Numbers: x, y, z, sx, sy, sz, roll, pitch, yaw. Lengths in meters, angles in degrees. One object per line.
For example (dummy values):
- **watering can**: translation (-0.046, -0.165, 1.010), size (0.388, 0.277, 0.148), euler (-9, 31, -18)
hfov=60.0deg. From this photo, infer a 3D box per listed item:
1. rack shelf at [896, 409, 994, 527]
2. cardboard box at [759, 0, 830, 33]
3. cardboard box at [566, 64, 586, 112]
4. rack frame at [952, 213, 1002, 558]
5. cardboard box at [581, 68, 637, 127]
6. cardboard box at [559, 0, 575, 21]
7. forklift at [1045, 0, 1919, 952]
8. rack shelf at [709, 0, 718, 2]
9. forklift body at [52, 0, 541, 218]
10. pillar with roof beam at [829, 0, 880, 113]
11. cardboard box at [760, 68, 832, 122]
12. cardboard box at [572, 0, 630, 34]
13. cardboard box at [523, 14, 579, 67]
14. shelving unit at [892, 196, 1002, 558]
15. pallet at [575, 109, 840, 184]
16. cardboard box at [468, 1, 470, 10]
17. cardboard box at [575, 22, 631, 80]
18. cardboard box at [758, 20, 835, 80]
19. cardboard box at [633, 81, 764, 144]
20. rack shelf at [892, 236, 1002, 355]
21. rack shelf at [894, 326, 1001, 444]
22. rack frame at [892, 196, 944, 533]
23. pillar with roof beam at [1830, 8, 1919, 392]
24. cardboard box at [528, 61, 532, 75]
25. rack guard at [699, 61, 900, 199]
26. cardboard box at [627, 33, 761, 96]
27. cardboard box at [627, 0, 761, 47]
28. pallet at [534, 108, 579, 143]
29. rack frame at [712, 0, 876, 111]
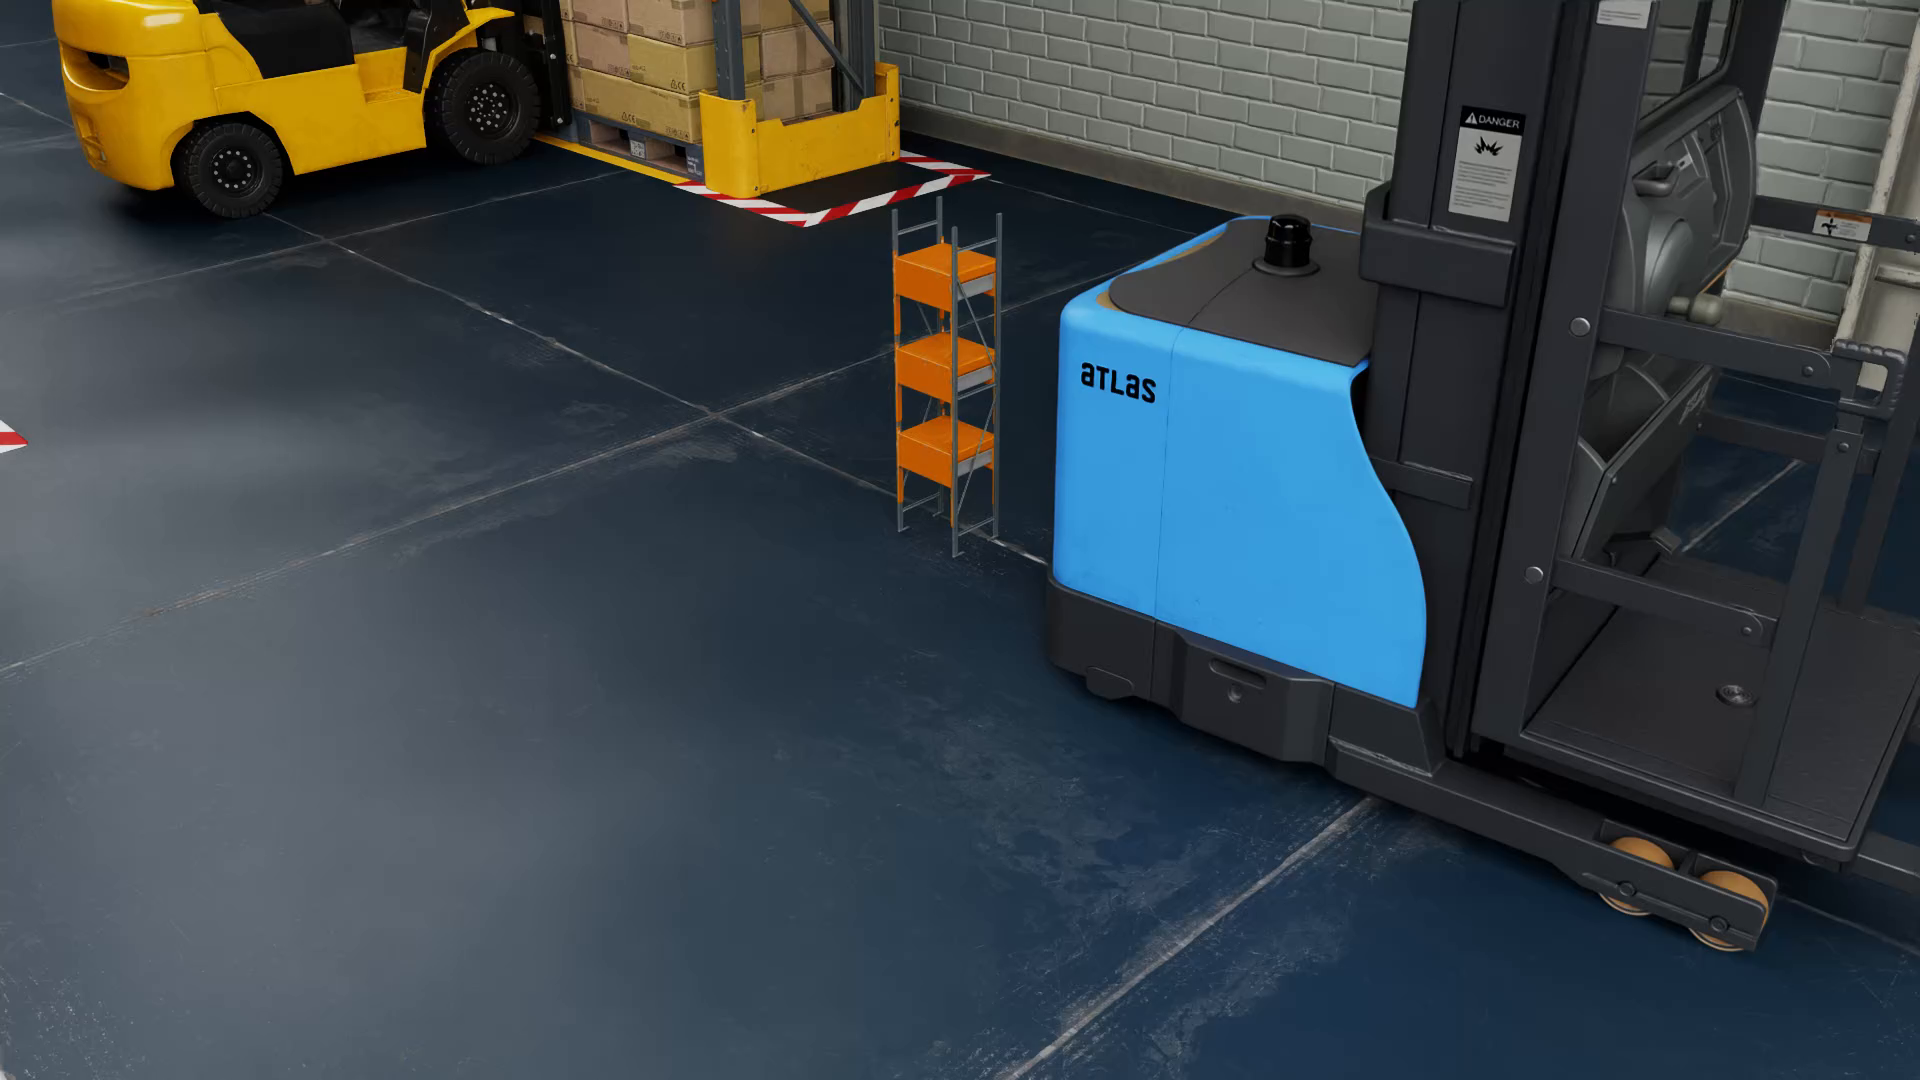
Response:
- **rack shelf**: translation (-0.038, -0.227, 5.173), size (0.240, 0.259, 0.215), euler (25, 36, 38)
- **cardboard box**: translation (-1.068, -2.973, 9.109), size (0.500, 0.250, 0.500), euler (24, 36, 38)
- **cardboard box**: translation (-2.113, -2.691, 9.647), size (0.500, 0.250, 0.500), euler (-25, 37, -39)
- **rack frame**: translation (0.049, -0.442, 4.963), size (0.008, 1.050, 0.200), euler (25, 36, 38)
- **cardboard box**: translation (-1.762, -2.524, 9.331), size (0.500, 0.250, 0.500), euler (25, 36, 38)
- **cardboard box**: translation (-2.140, -3.126, 9.400), size (0.500, 0.250, 0.500), euler (-25, 37, -39)
- **forklift**: translation (1.716, -0.697, 3.426), size (3.031, 2.935, 1.130), euler (19, 33, 32)
- **rack shelf**: translation (-2.284, -3.676, 9.791), size (4.000, 0.370, 1.077), euler (25, 36, 38)
- **forklift body**: translation (-3.489, -2.979, 8.605), size (1.214, 2.155, 2.313), euler (25, 36, 38)
- **pillar with roof beam**: translation (-3.740, -5.095, 5.270), size (0.400, 9.000, 9.100), euler (25, 36, 38)
- **cardboard box**: translation (-1.071, -2.536, 9.352), size (0.500, 0.250, 0.500), euler (25, 37, 39)
- **cardboard box**: translation (-1.773, -2.964, 9.094), size (0.500, 0.250, 0.500), euler (-25, 36, -38)
- **cardboard box**: translation (-2.157, -2.916, 9.538), size (0.500, 0.250, 0.500), euler (24, 36, 37)
- **shelving unit**: translation (-0.038, -0.482, 5.039), size (0.252, 1.050, 0.215), euler (25, 36, 38)
- **pallet**: translation (-1.432, -2.343, 9.479), size (1.213, 0.211, 1.003), euler (25, 36, 38)
- **cardboard box**: translation (-2.871, -3.245, 10.164), size (0.500, 0.250, 0.500), euler (24, 36, 38)
- **cardboard box**: translation (-1.774, -2.754, 9.231), size (0.500, 0.250, 0.500), euler (24, 36, 38)
- **cardboard box**: translation (-1.047, -2.754, 9.231), size (0.500, 0.250, 0.500), euler (-25, 36, -38)
- **cardboard box**: translation (-1.414, -2.359, 9.016), size (0.500, 0.250, 0.500), euler (25, 37, 39)
- **rack shelf**: translation (-0.038, -0.724, 4.912), size (0.240, 0.259, 0.215), euler (25, 36, 38)
- **rack shelf**: translation (-0.038, -0.473, 5.044), size (0.240, 0.259, 0.215), euler (25, 36, 38)
- **rack frame**: translation (-0.125, -0.522, 5.115), size (0.008, 1.050, 0.200), euler (25, 36, 38)
- **pillar with roof beam**: translation (0.538, -3.137, 1.546), size (0.400, 9.000, 9.100), euler (25, 36, 38)
- **cardboard box**: translation (-2.499, -2.853, 9.955), size (0.500, 0.250, 0.500), euler (-24, 36, -38)
- **rack guard**: translation (-0.840, -2.227, 8.949), size (0.348, 0.500, 1.175), euler (25, 36, 38)
- **cardboard box**: translation (-1.424, -2.587, 8.913), size (0.500, 0.250, 0.500), euler (24, 36, 38)
- **cardboard box**: translation (-1.405, -2.800, 8.780), size (0.500, 0.250, 0.500), euler (-24, 36, -38)
- **pallet**: translation (-2.298, -2.741, 10.236), size (1.213, 0.211, 1.003), euler (25, 36, 38)
- **rack frame**: translation (-0.858, -3.342, 8.382), size (0.127, 3.000, 1.000), euler (25, 36, 38)
